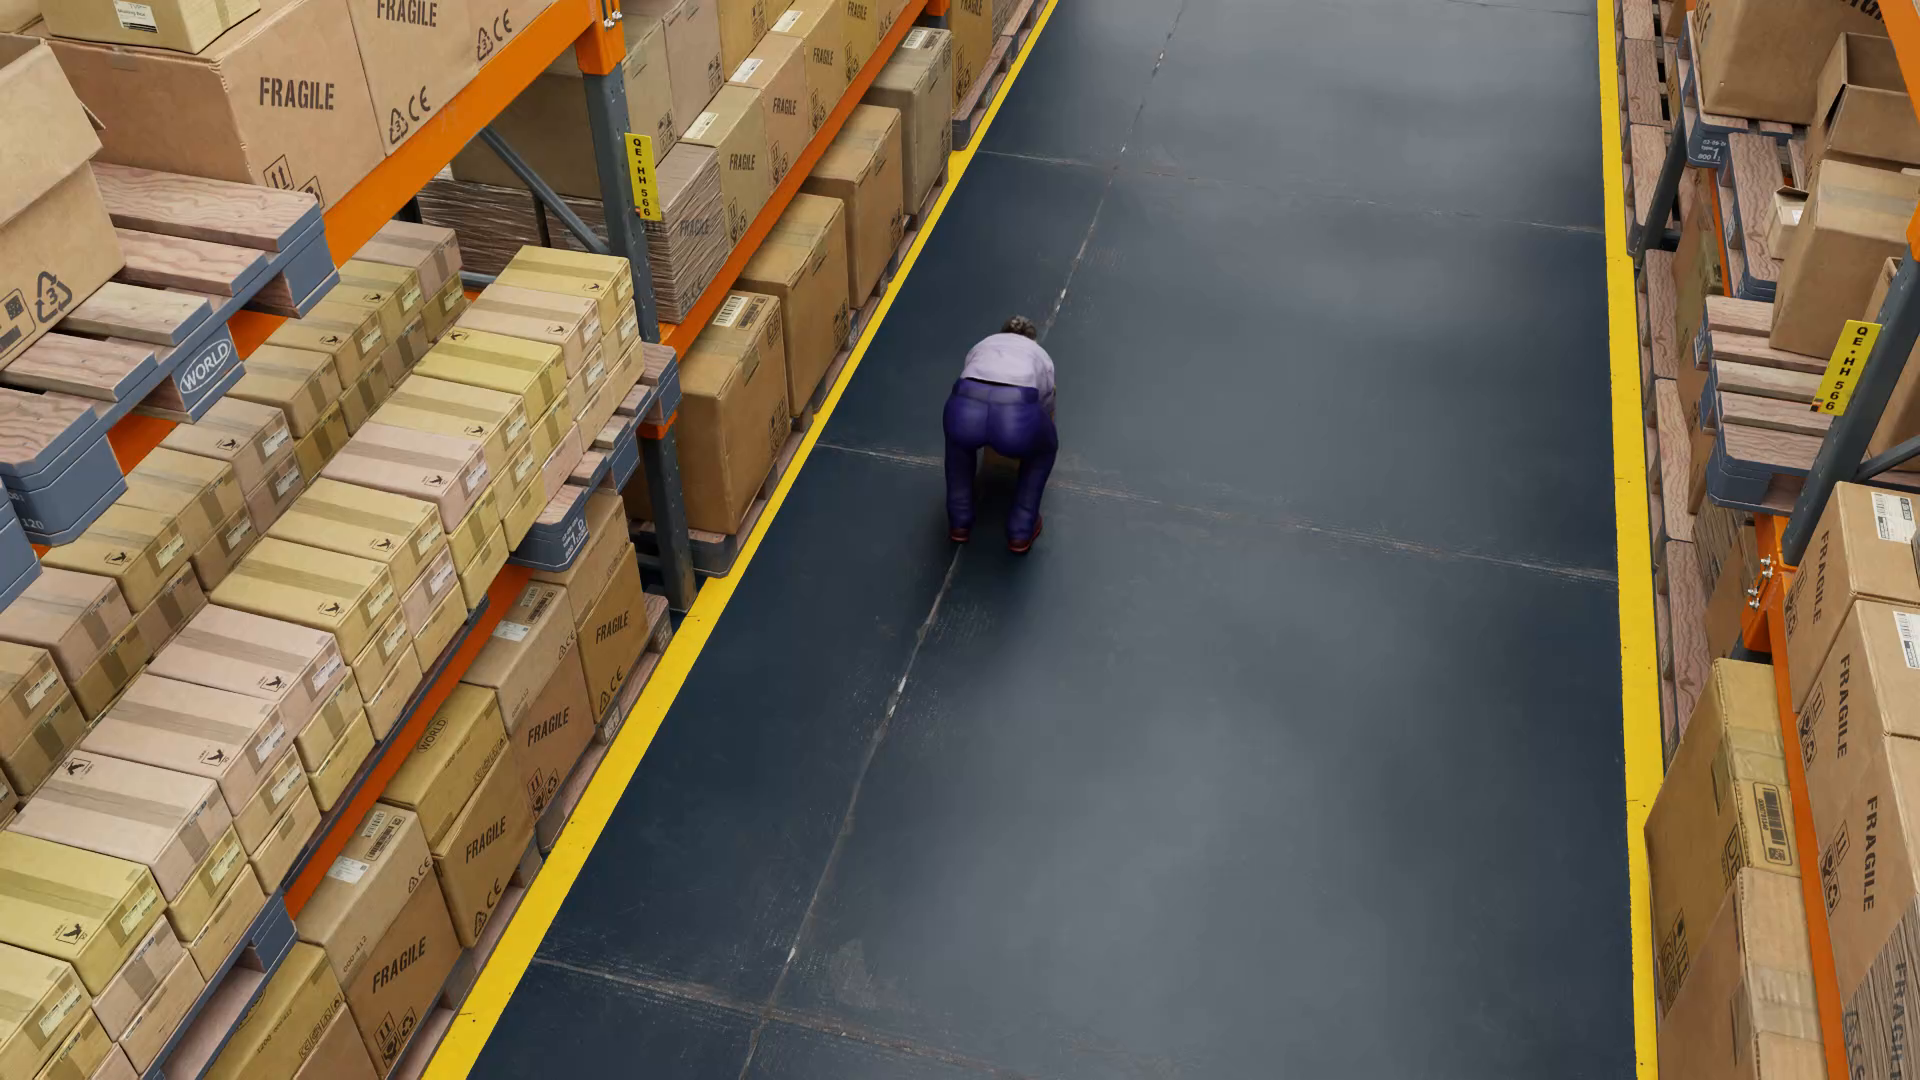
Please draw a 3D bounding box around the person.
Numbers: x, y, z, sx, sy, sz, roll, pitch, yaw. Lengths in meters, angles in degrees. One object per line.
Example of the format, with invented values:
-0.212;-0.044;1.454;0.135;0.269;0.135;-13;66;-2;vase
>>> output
0.189;-0.497;7.290;0.509;0.921;0.903;8;42;9;person
